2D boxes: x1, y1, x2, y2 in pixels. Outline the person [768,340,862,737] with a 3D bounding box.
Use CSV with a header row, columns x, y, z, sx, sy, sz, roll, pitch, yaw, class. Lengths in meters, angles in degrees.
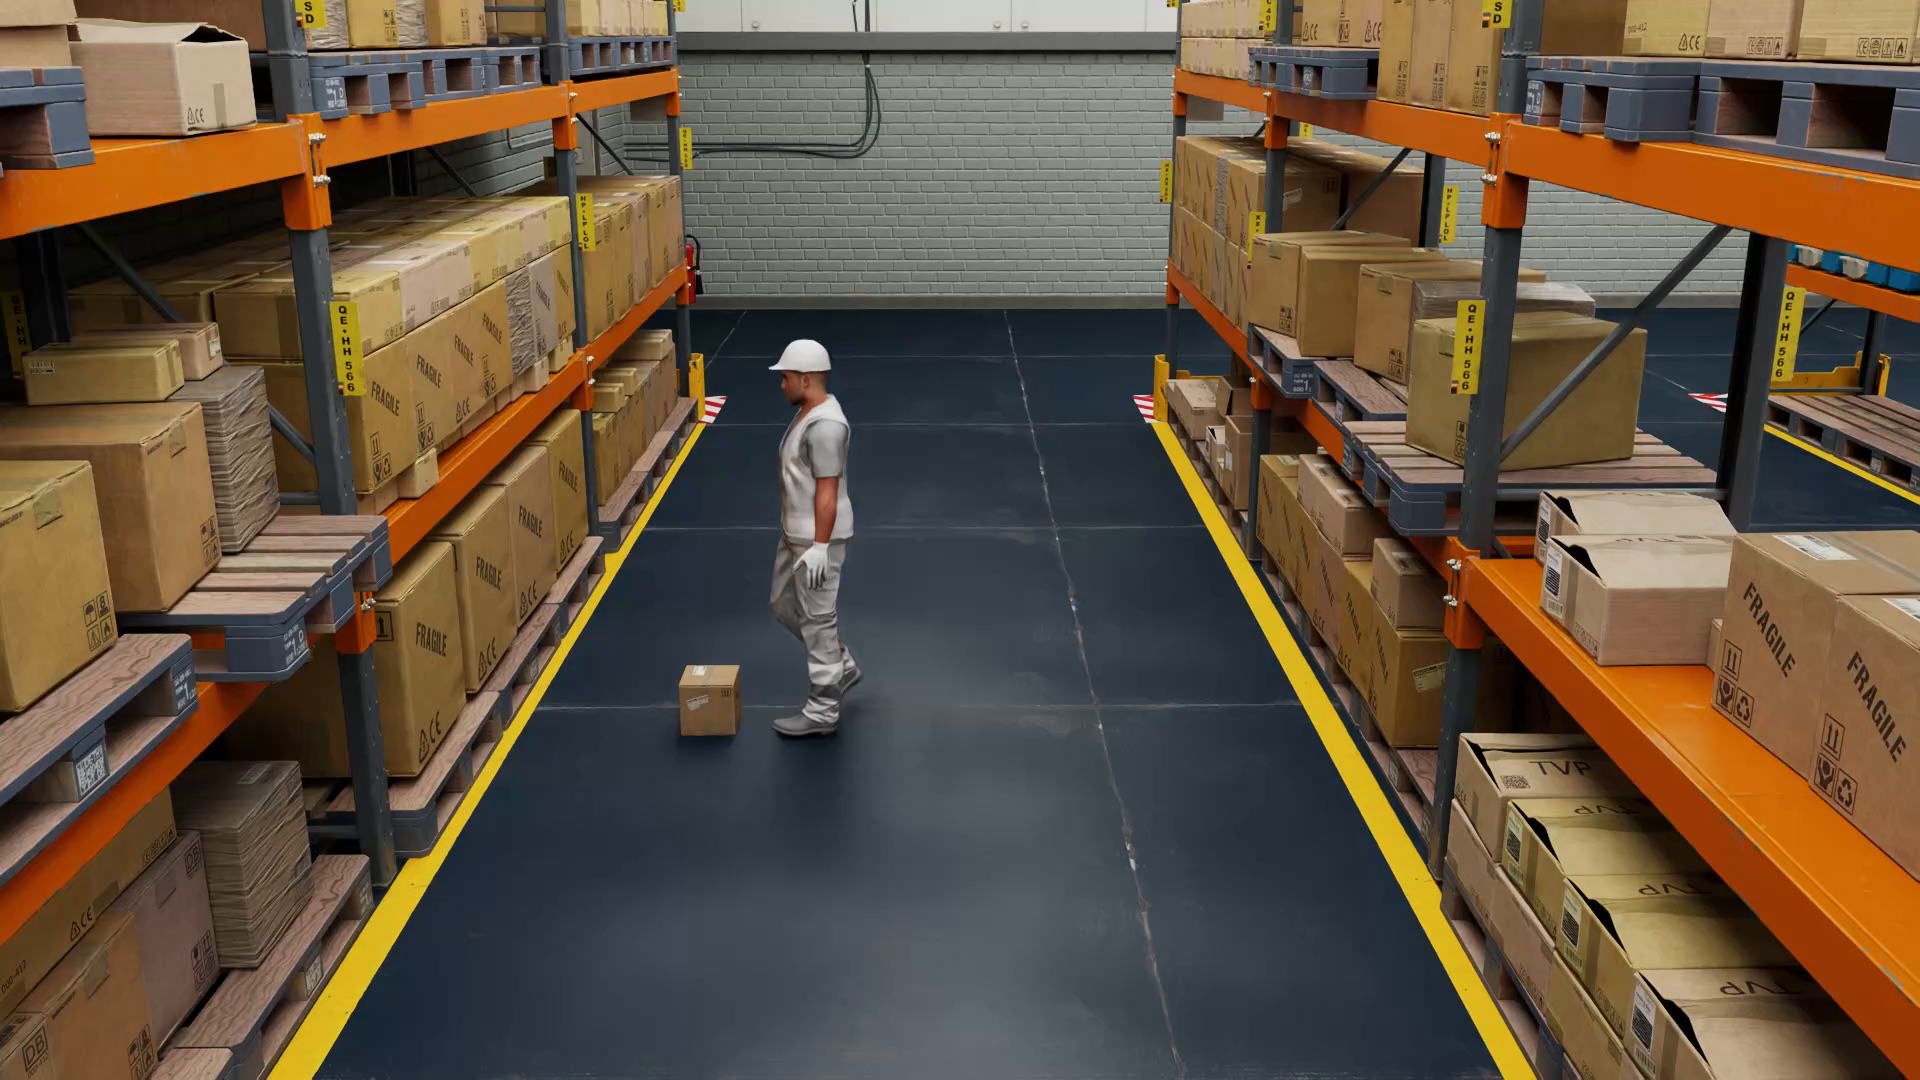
x,y,z,sx,sy,sz,roll,pitch,yaw,class
-0.650,0.000,7.464,0.481,1.789,0.588,-4,18,-14,person
